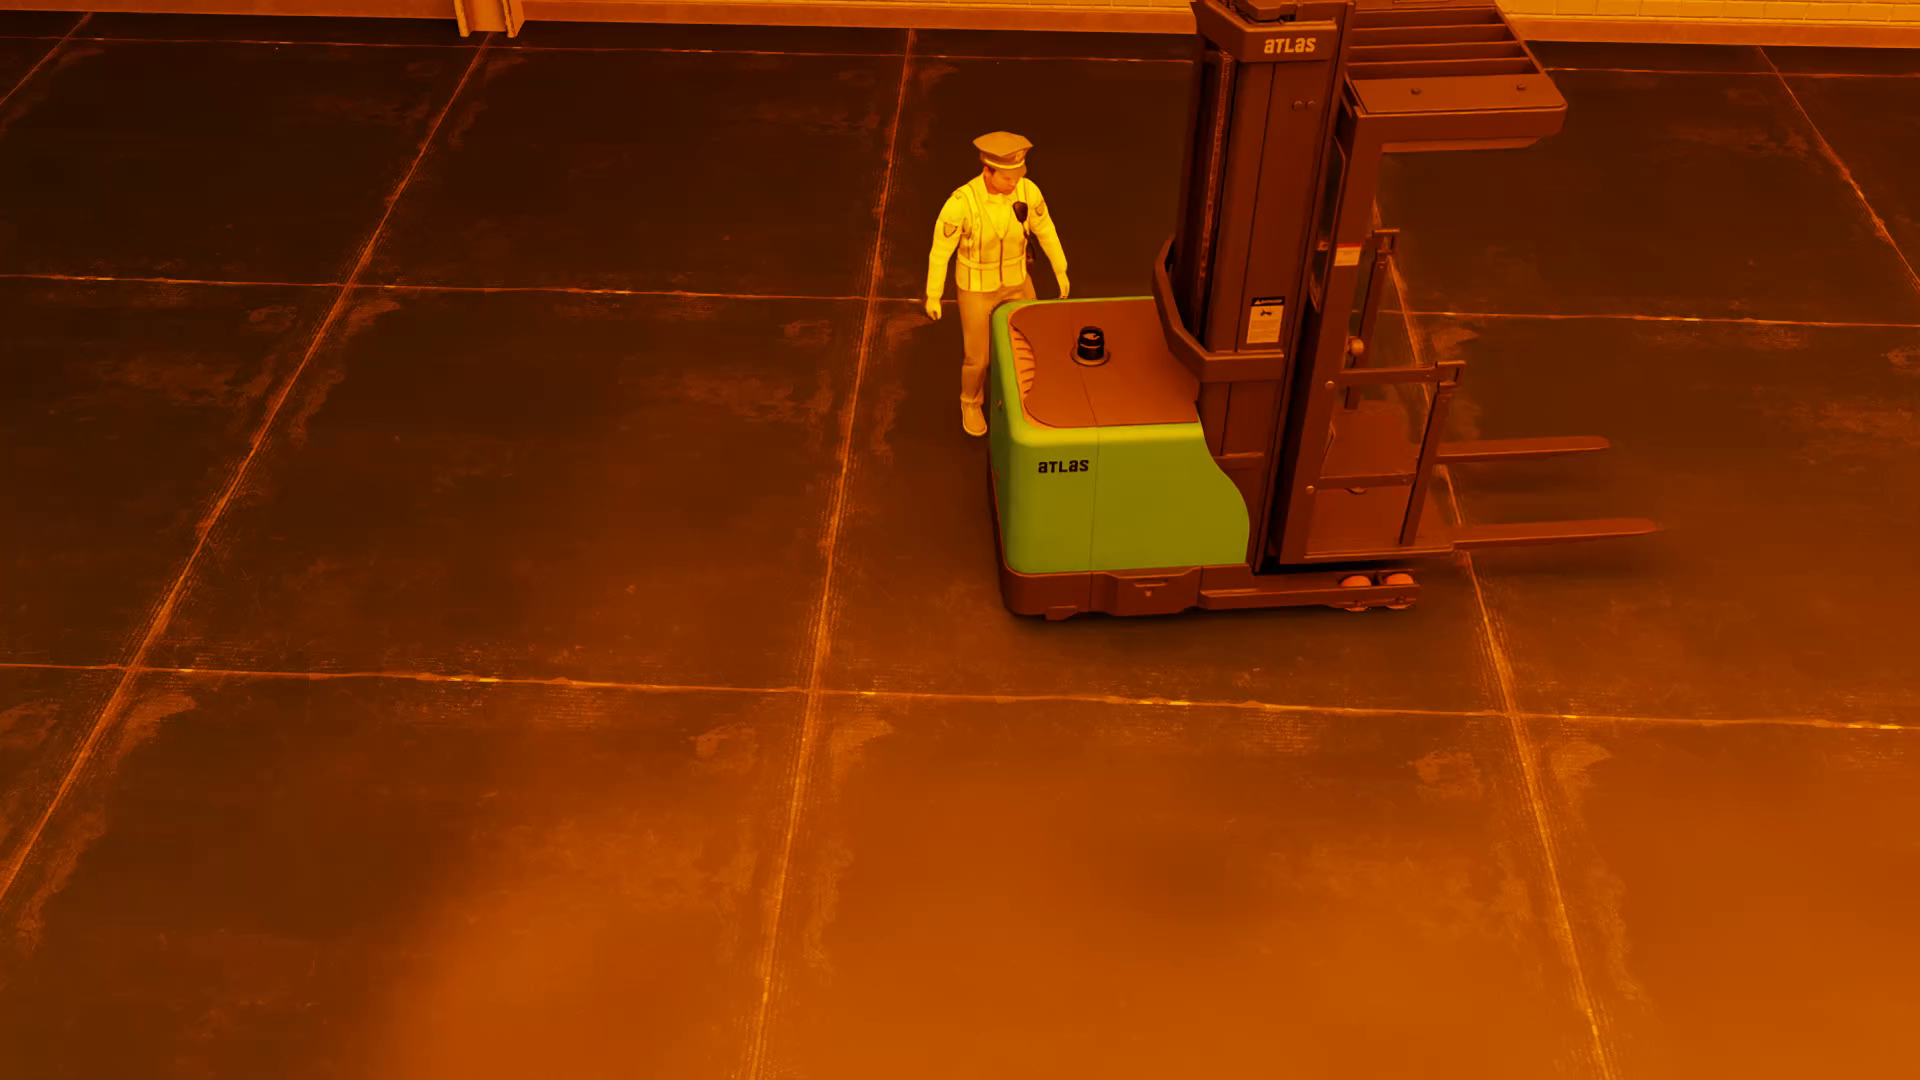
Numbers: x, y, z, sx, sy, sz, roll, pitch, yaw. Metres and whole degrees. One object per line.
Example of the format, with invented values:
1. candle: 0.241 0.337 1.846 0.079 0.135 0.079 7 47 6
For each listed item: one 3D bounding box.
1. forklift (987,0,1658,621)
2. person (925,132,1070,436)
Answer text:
1. forklift: 1.673 -1.115 6.963 3.031 2.935 1.130 -3 42 -3
2. person: 0.194 -1.230 8.051 0.727 1.642 0.367 -15 44 -15
